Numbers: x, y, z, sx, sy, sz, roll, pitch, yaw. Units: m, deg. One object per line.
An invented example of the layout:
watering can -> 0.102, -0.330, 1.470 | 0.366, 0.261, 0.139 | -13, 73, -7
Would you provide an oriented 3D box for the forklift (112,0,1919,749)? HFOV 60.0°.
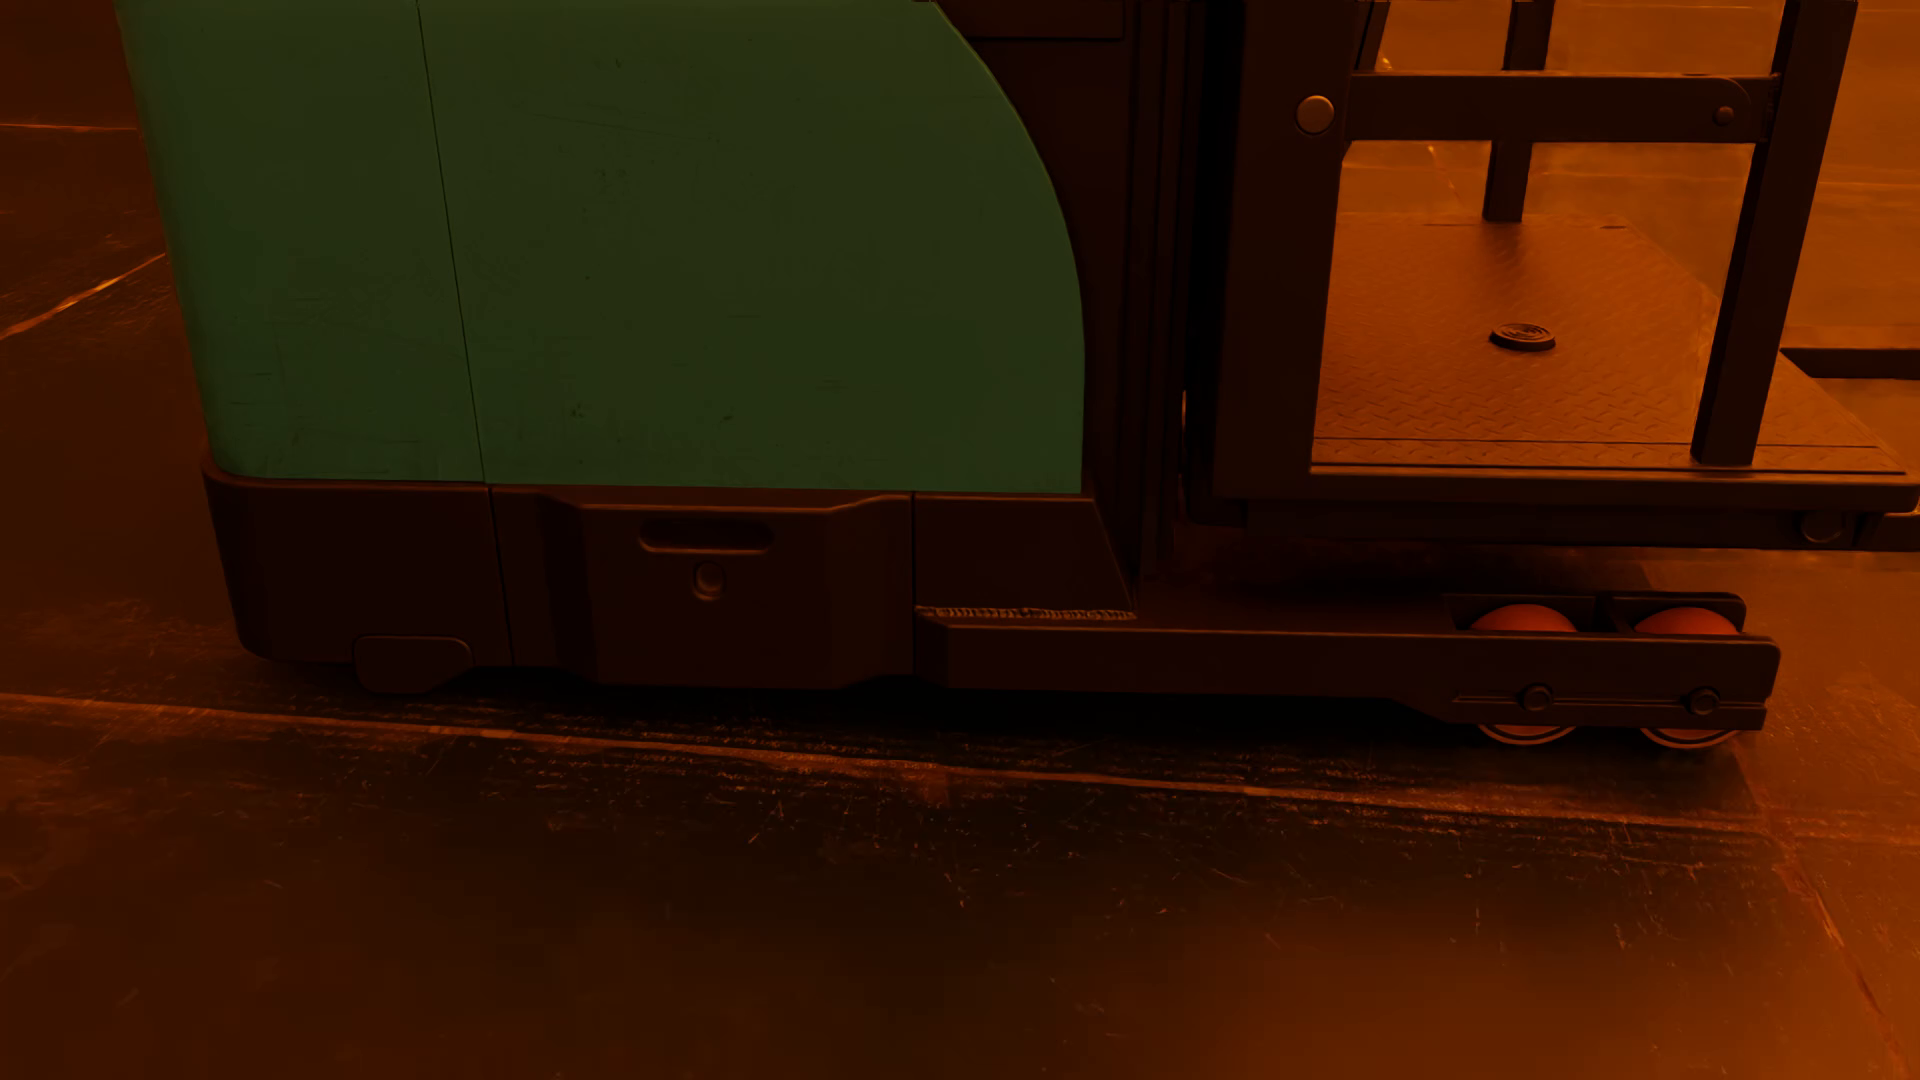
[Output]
forklift -> 0.612, -1.304, 1.831 | 3.031, 2.935, 1.130 | 1, 27, 2
